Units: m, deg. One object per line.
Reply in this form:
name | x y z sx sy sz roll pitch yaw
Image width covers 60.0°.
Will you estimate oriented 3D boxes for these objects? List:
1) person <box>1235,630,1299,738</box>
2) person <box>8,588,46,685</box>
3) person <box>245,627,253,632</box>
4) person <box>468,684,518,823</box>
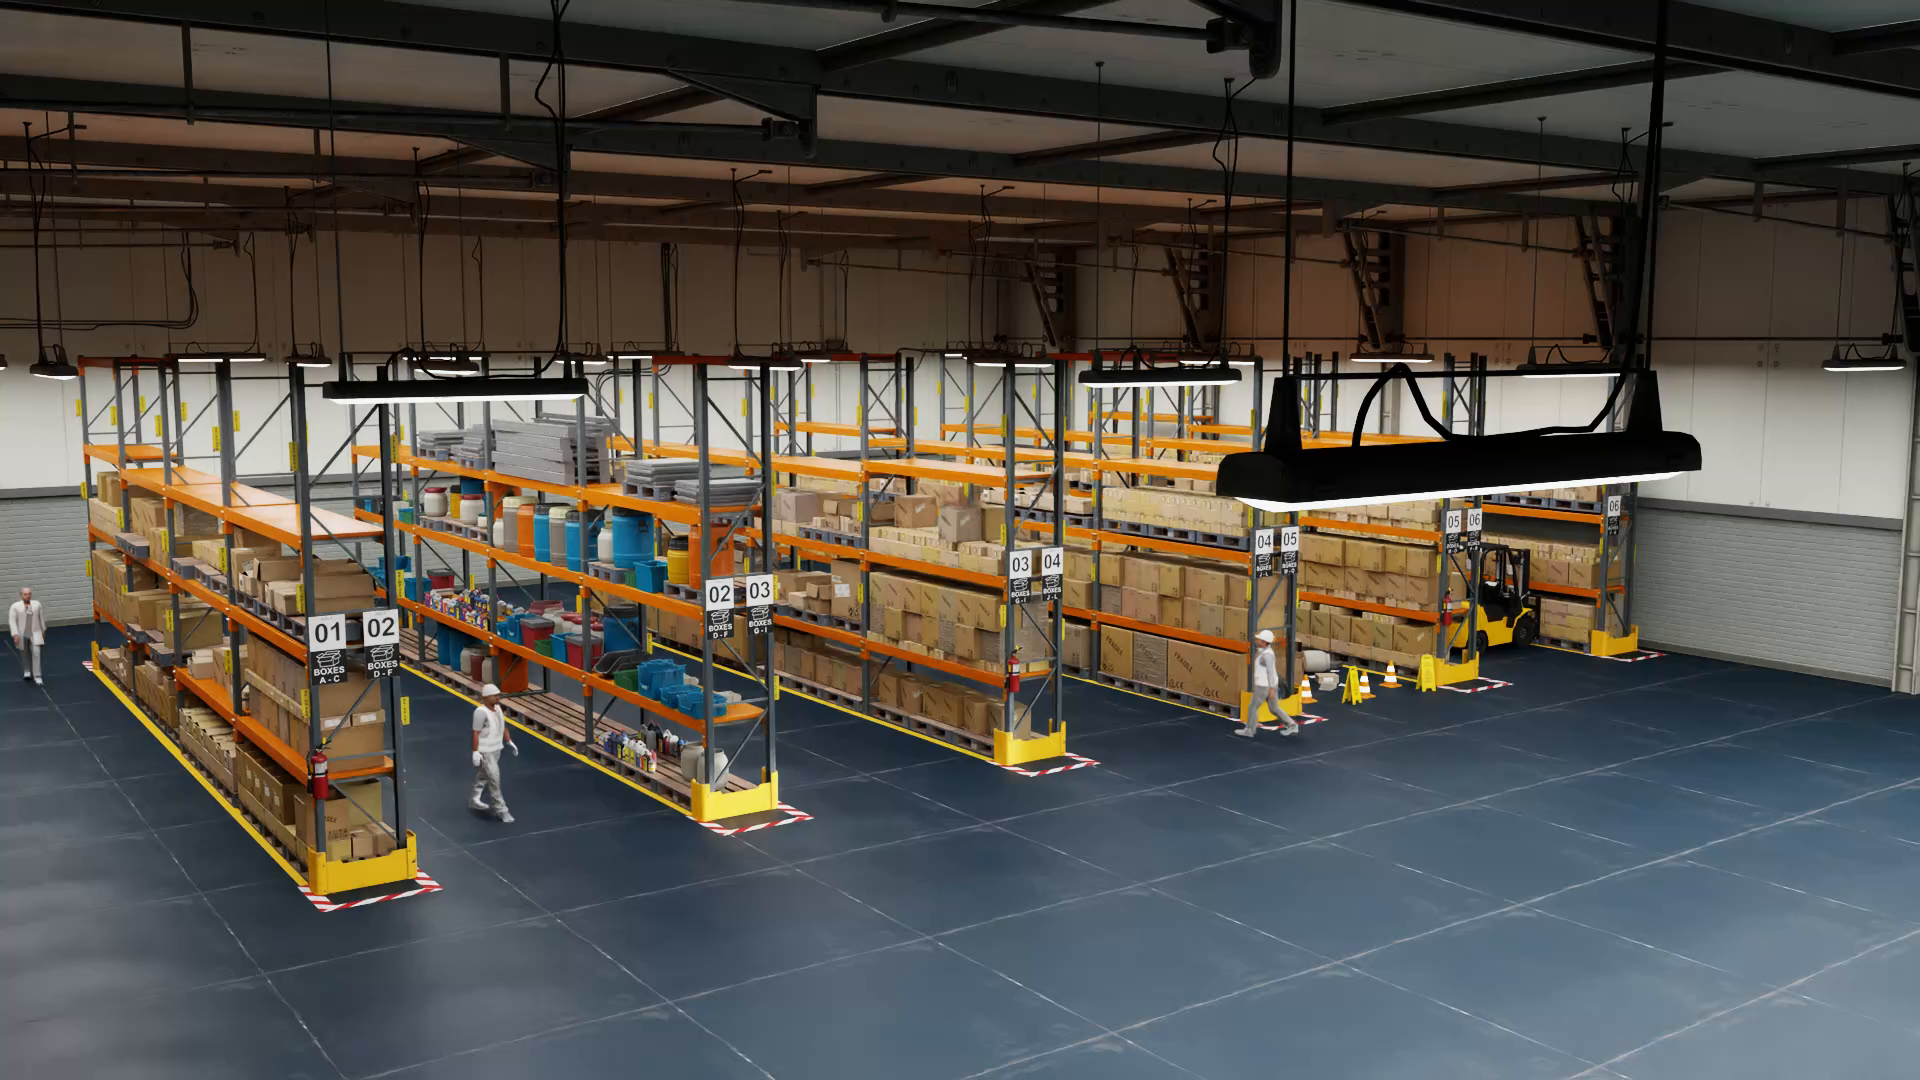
person | 4.889 2.285 26.372 0.991 1.737 0.537 3 8 24
person | -17.164 1.742 30.606 0.572 1.727 1.101 -3 8 -26
person | -13.709 1.593 32.312 0.440 1.617 1.022 -4 8 -30
person | -6.209 2.766 22.045 0.904 1.731 0.630 3 8 23
